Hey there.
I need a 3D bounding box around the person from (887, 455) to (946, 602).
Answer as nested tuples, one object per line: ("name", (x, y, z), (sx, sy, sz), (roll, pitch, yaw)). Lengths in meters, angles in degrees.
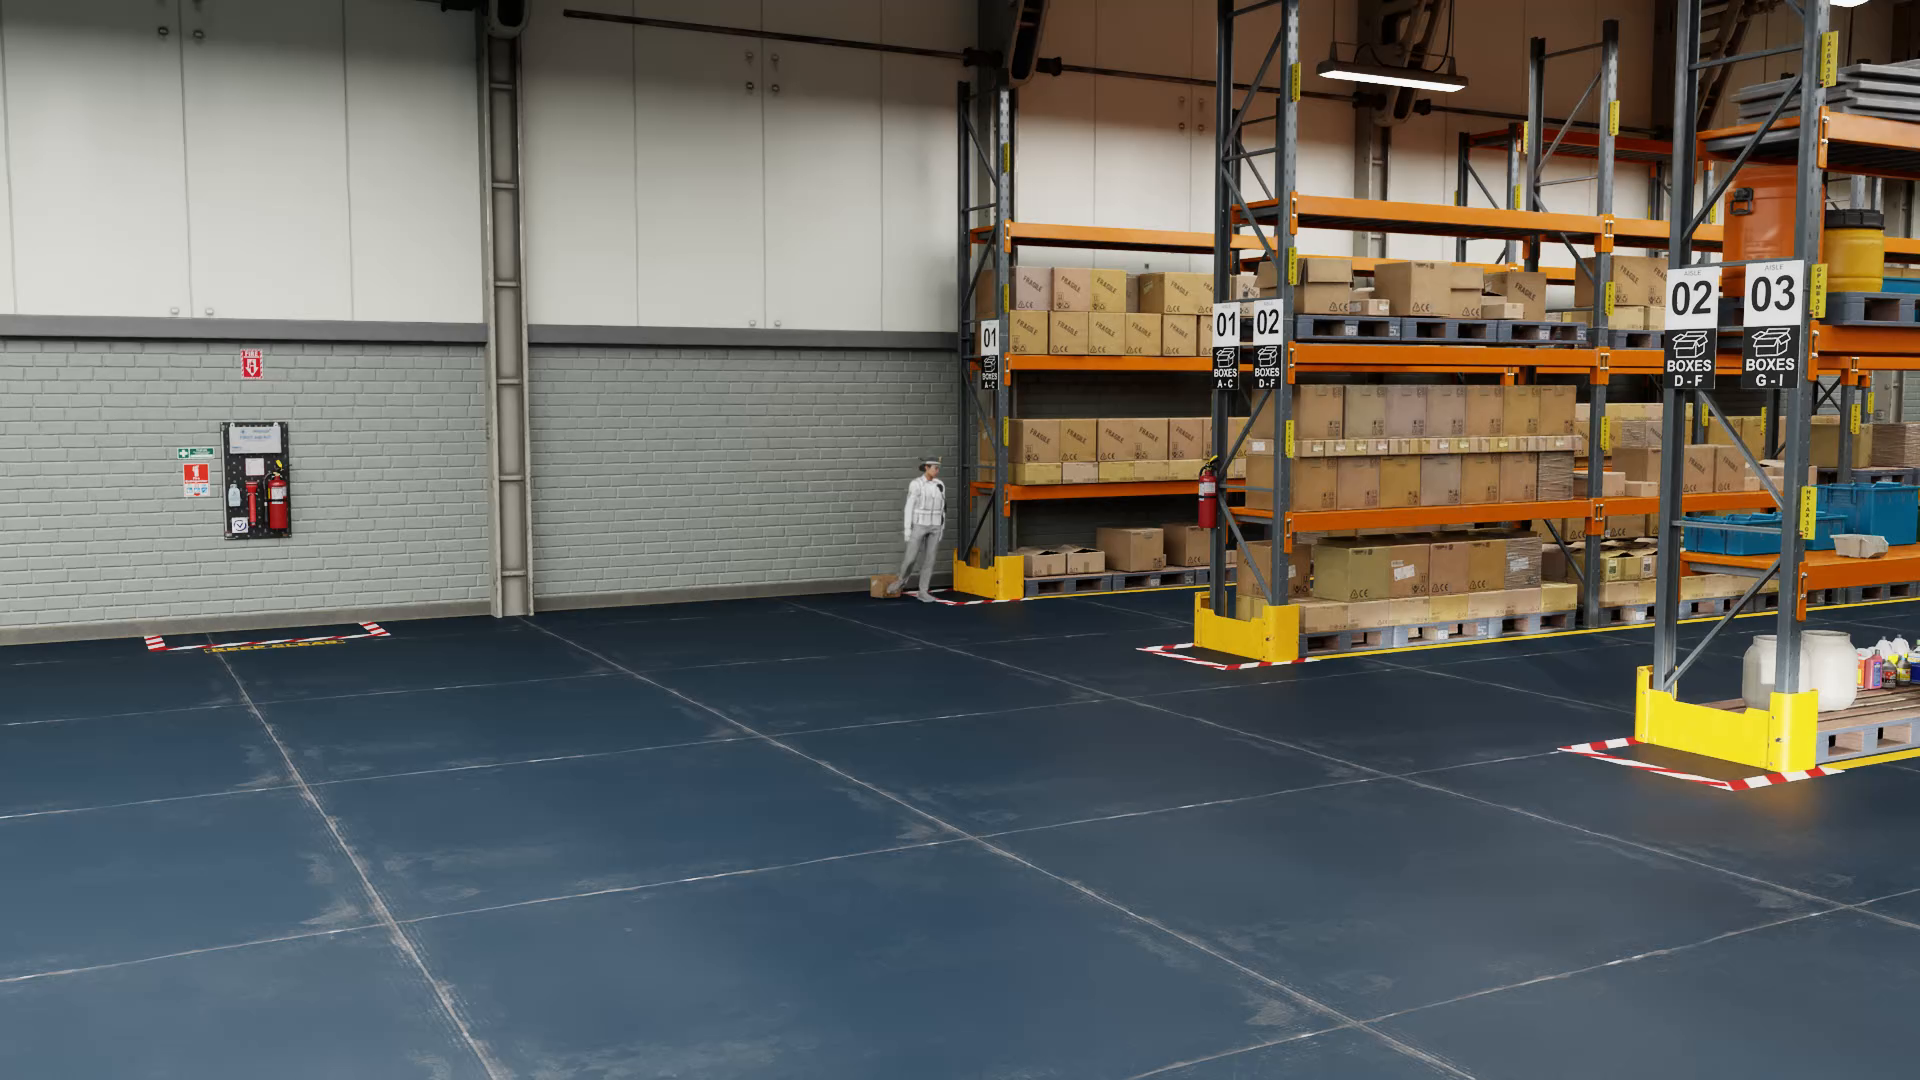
("person", (-0.470, -0.129, 18.815), (0.652, 1.662, 0.488), (-3, 6, -28))
